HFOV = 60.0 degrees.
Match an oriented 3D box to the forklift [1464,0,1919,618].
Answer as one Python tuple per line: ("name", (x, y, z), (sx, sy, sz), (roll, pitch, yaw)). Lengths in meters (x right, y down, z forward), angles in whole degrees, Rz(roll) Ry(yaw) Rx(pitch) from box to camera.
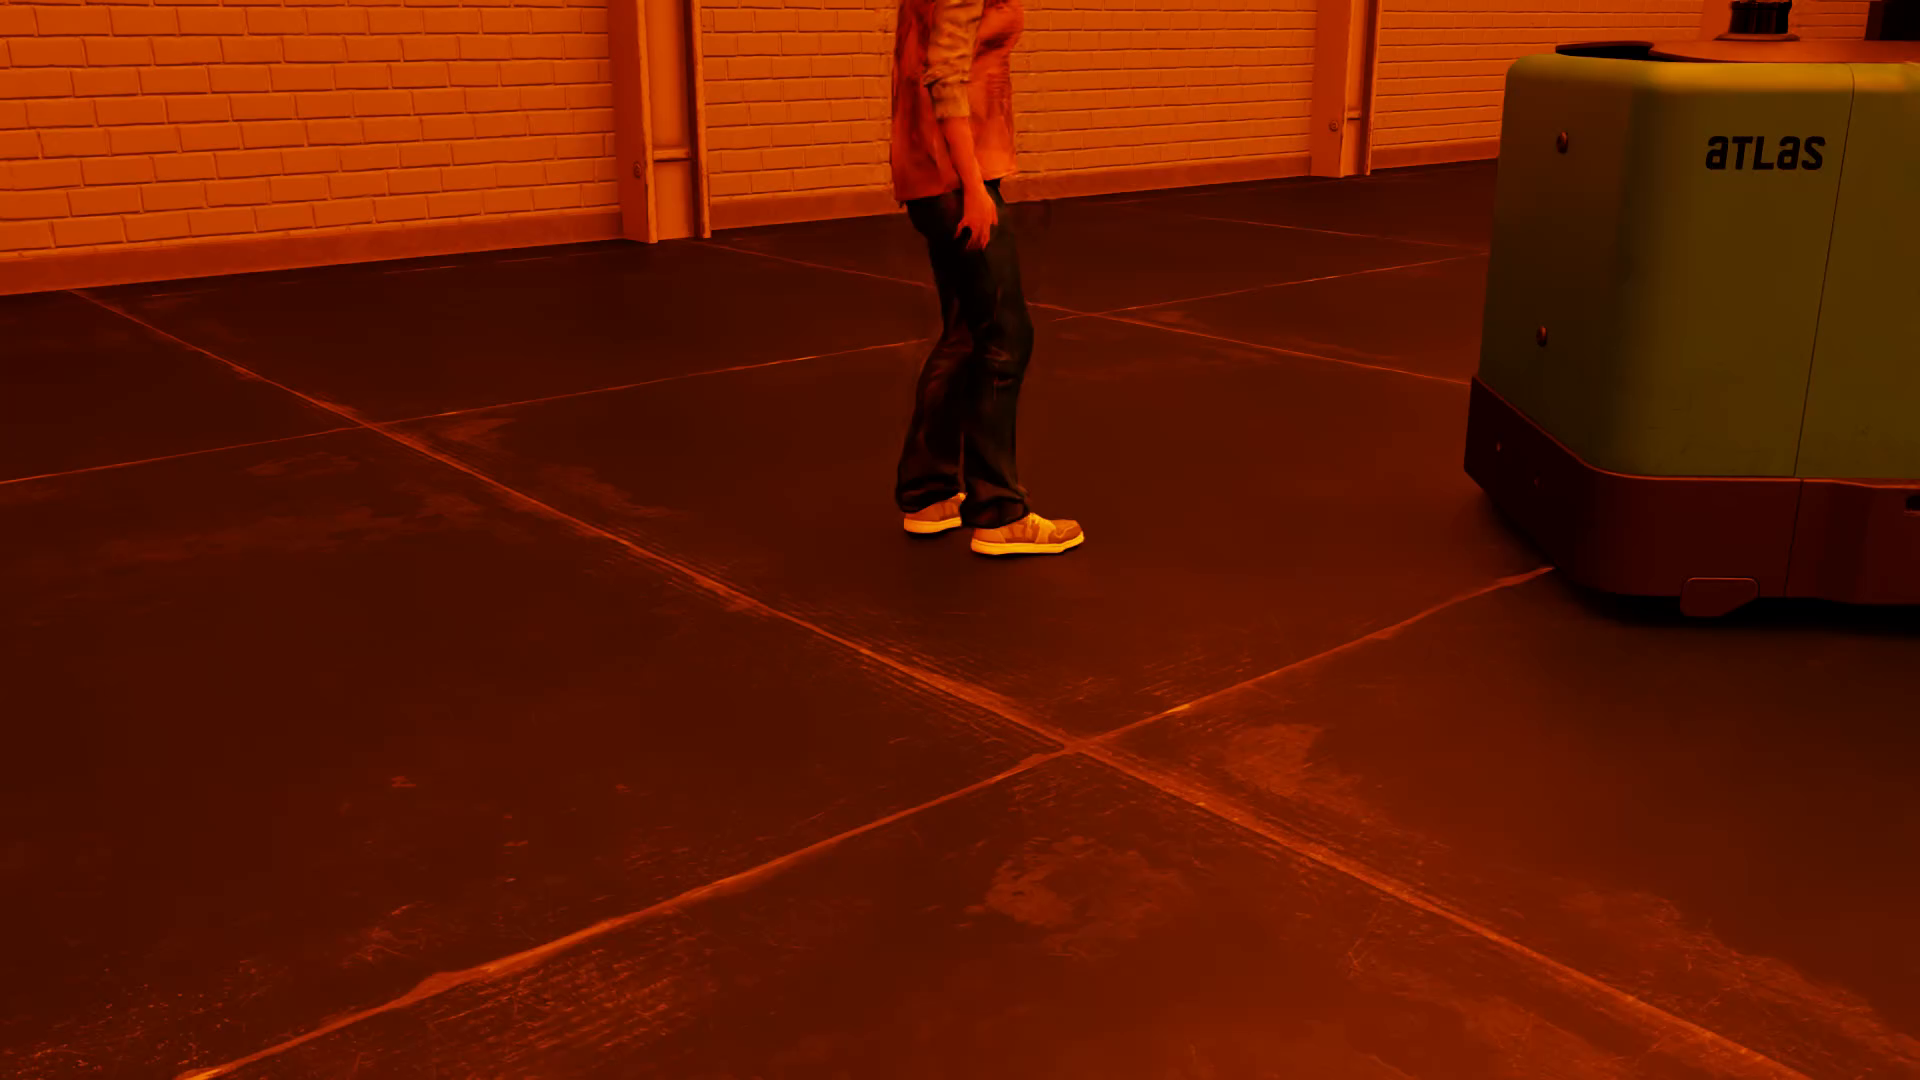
("forklift", (2.760, -1.360, 3.288), (3.031, 2.935, 1.130), (1, 17, 2))

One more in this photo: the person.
("person", (0.068, -0.760, 3.618), (0.438, 1.591, 0.450), (1, 17, 2))
